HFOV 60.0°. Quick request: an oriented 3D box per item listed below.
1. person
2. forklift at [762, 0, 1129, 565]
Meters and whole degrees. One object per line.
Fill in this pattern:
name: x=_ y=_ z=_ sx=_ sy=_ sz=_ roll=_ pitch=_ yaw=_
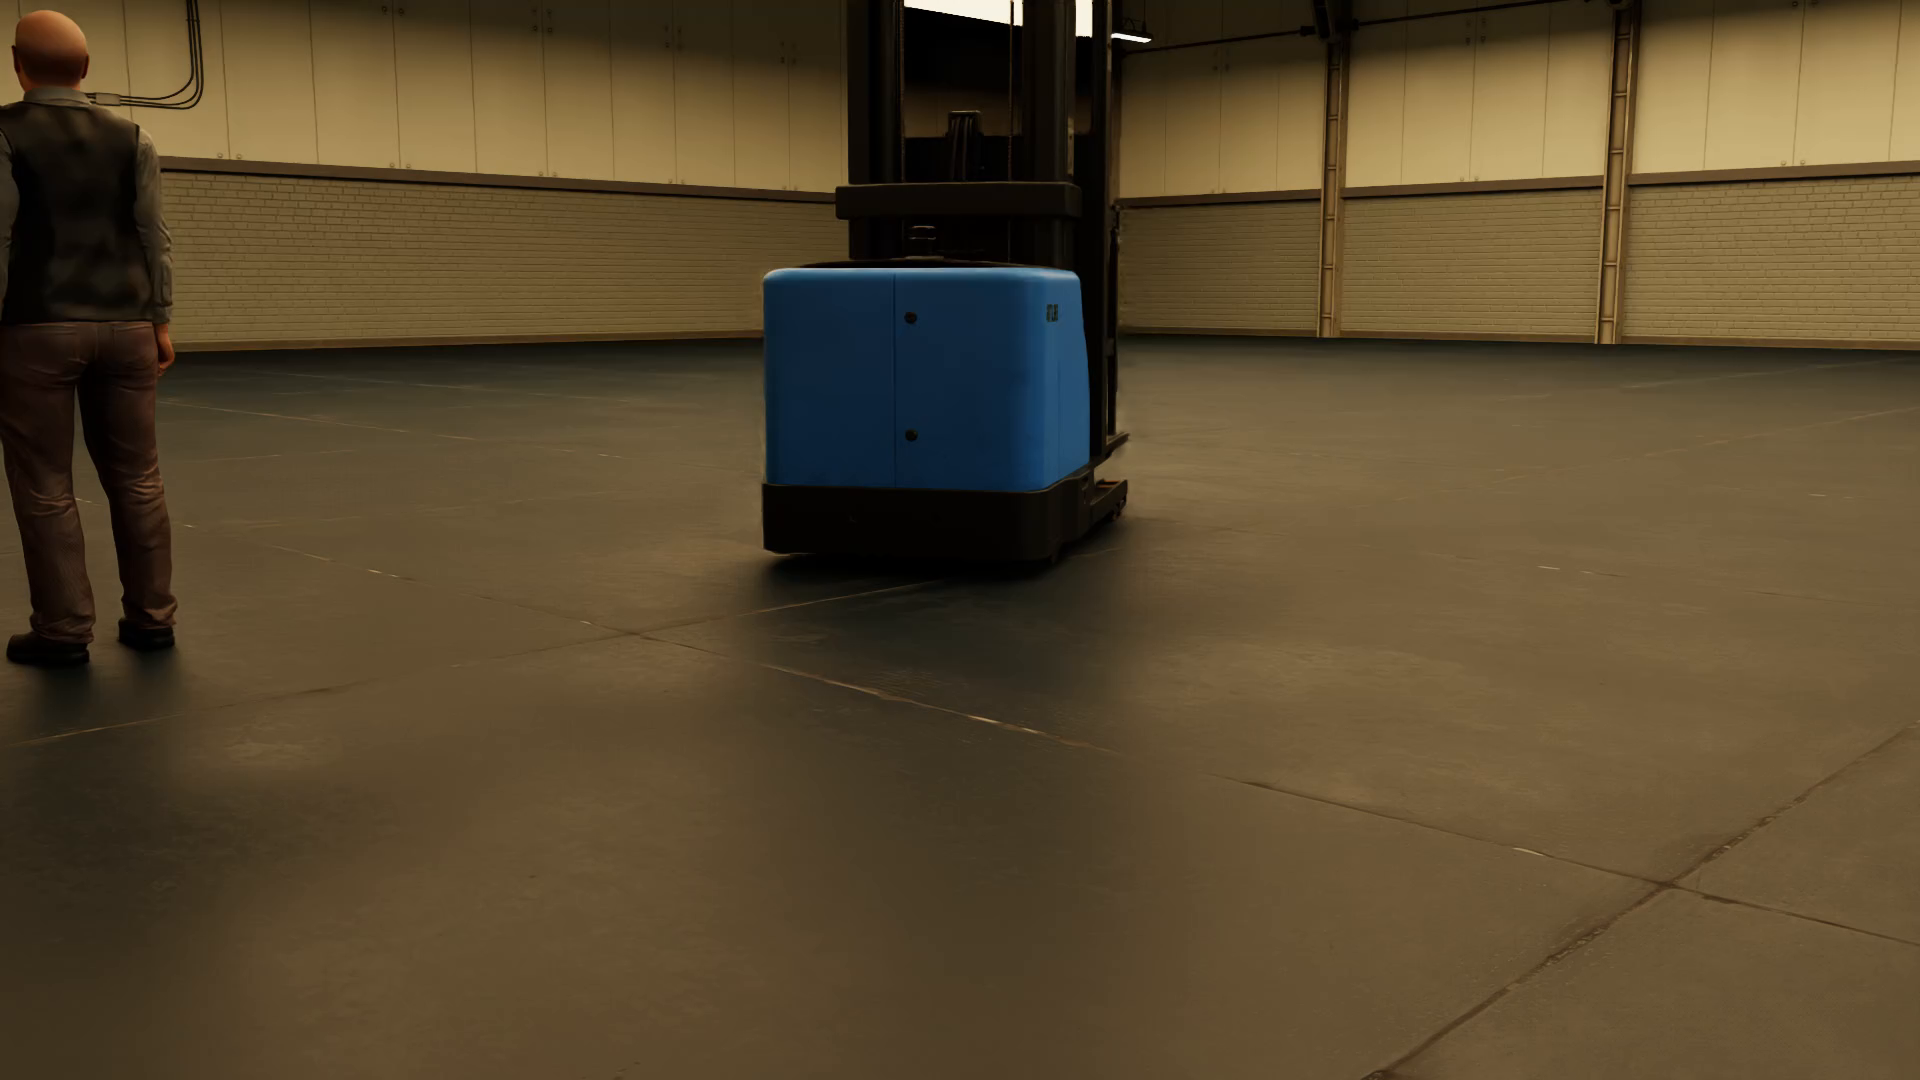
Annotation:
person: x=-2.419 y=-0.538 z=4.511 sx=0.367 sy=1.725 sz=0.541 roll=7 pitch=11 yaw=39
forklift: x=0.131 y=-1.539 z=7.097 sx=1.130 sy=2.935 sz=3.031 roll=2 pitch=9 yaw=14
